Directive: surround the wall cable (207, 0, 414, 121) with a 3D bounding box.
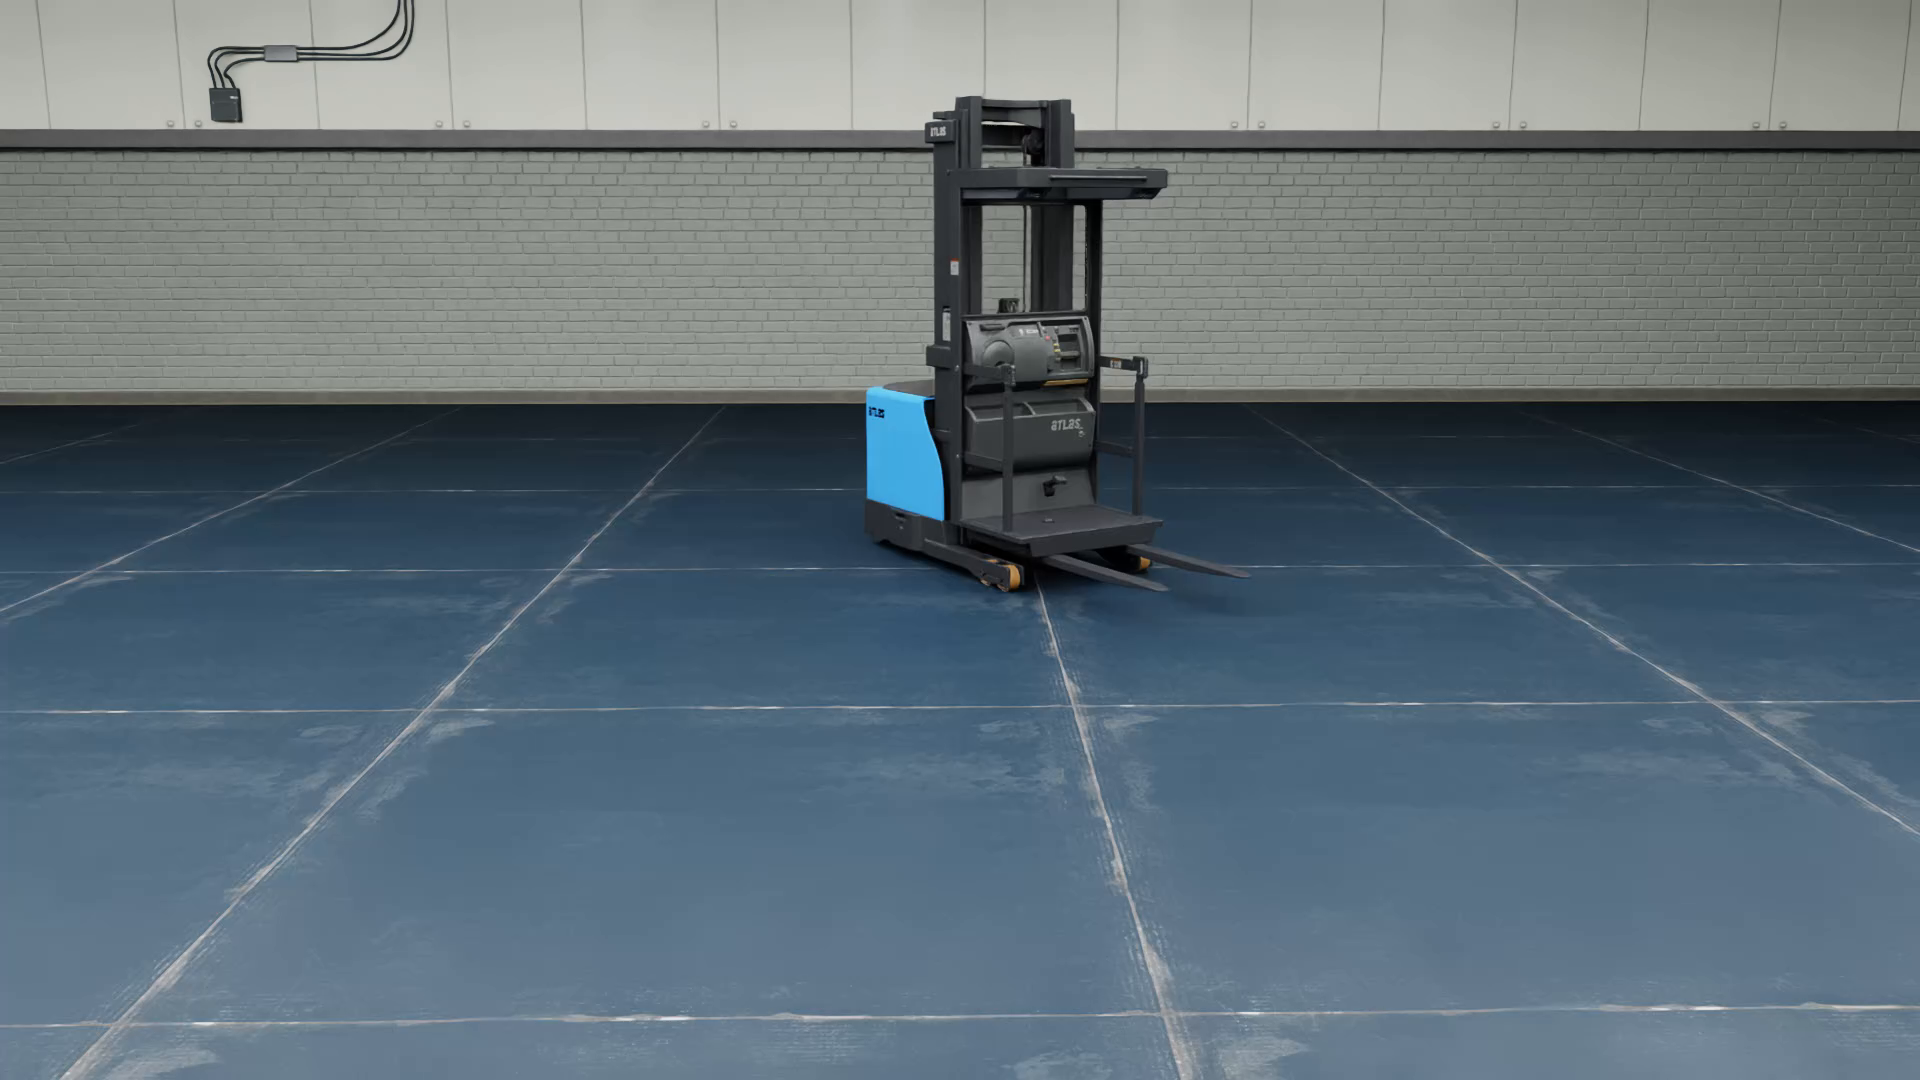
[{"bbox_3d":[-7.215,-7.644,18.050,2.305,6.003,0.169,0,11,-1],"label":"wall cable"}]

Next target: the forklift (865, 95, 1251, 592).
[{"bbox_3d":[0.561,-1.231,10.257,1.130,2.935,3.031,-7,14,-32],"label":"forklift"}]
